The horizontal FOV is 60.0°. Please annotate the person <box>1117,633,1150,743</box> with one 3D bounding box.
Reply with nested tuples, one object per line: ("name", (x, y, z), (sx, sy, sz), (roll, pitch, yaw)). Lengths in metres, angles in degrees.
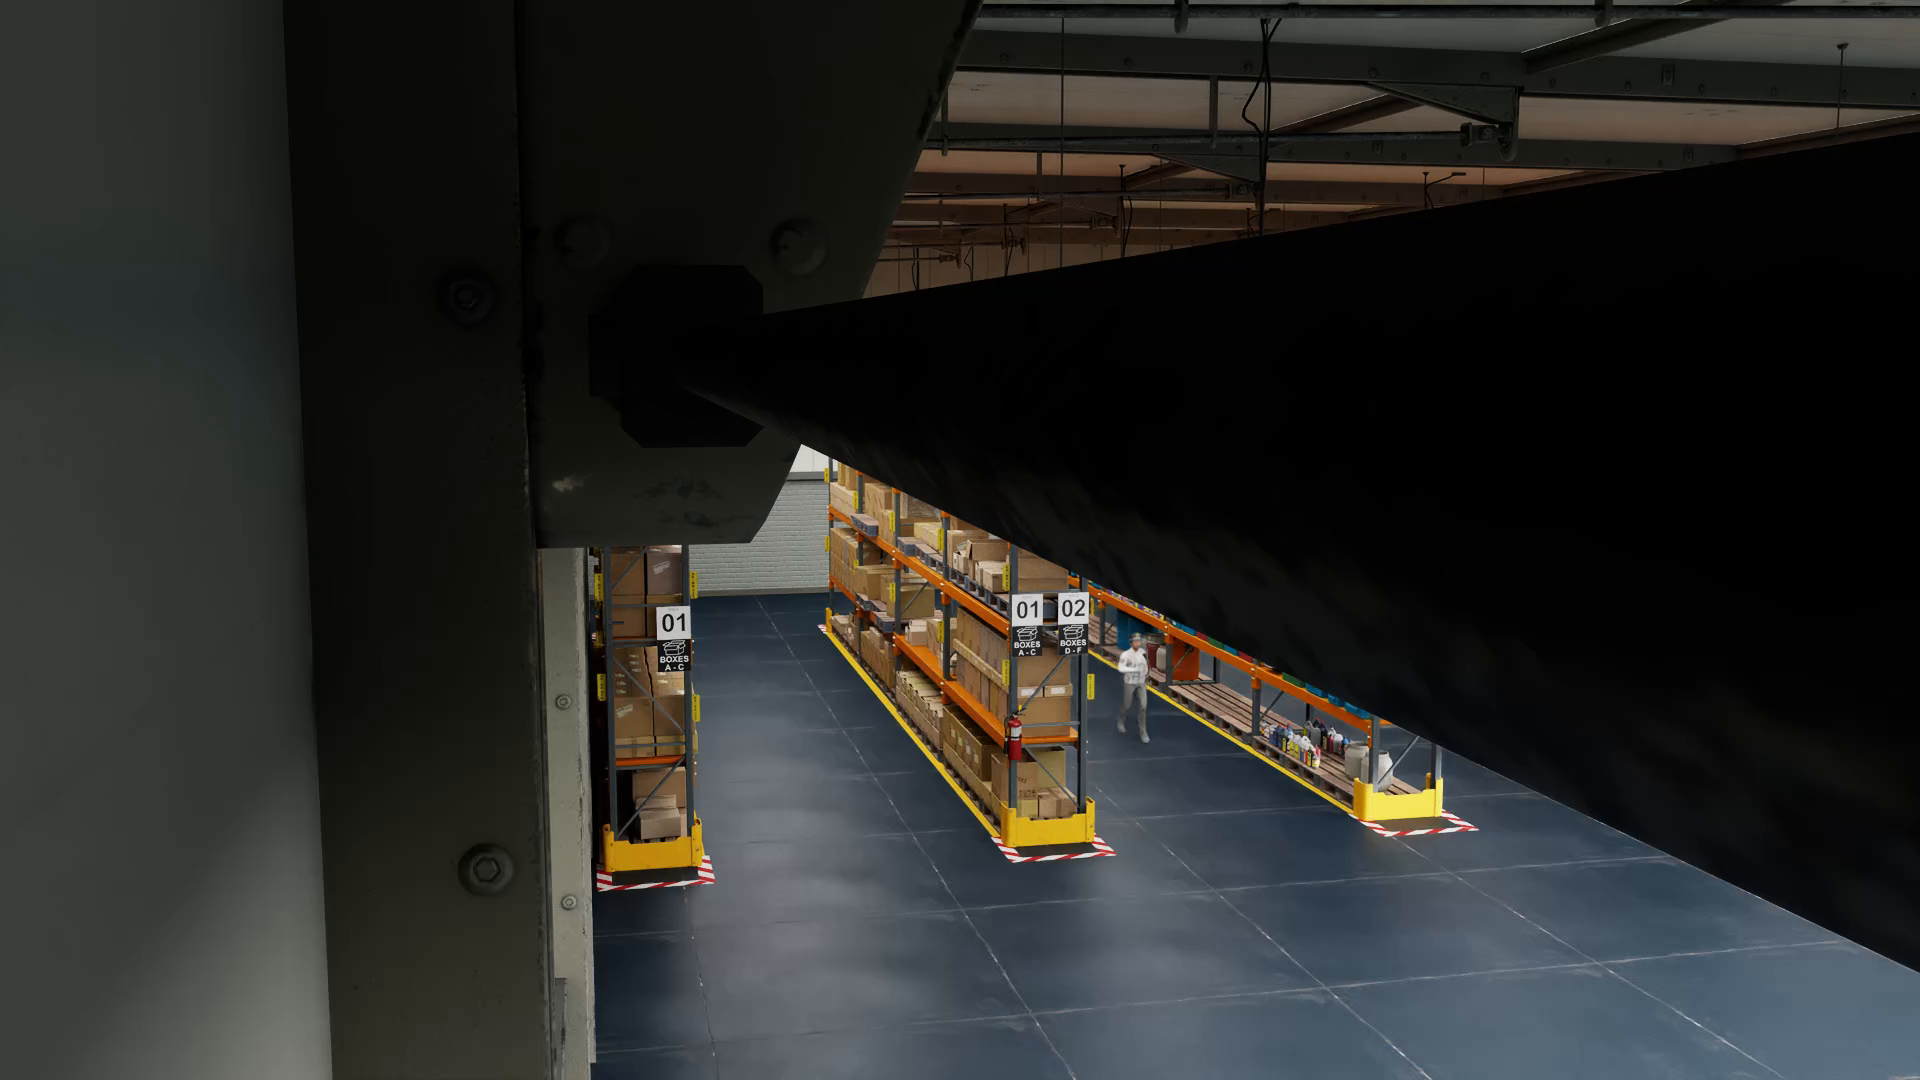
("person", (2.776, 2.315, 26.599), (0.629, 1.722, 0.866), (-3, 7, -20))
